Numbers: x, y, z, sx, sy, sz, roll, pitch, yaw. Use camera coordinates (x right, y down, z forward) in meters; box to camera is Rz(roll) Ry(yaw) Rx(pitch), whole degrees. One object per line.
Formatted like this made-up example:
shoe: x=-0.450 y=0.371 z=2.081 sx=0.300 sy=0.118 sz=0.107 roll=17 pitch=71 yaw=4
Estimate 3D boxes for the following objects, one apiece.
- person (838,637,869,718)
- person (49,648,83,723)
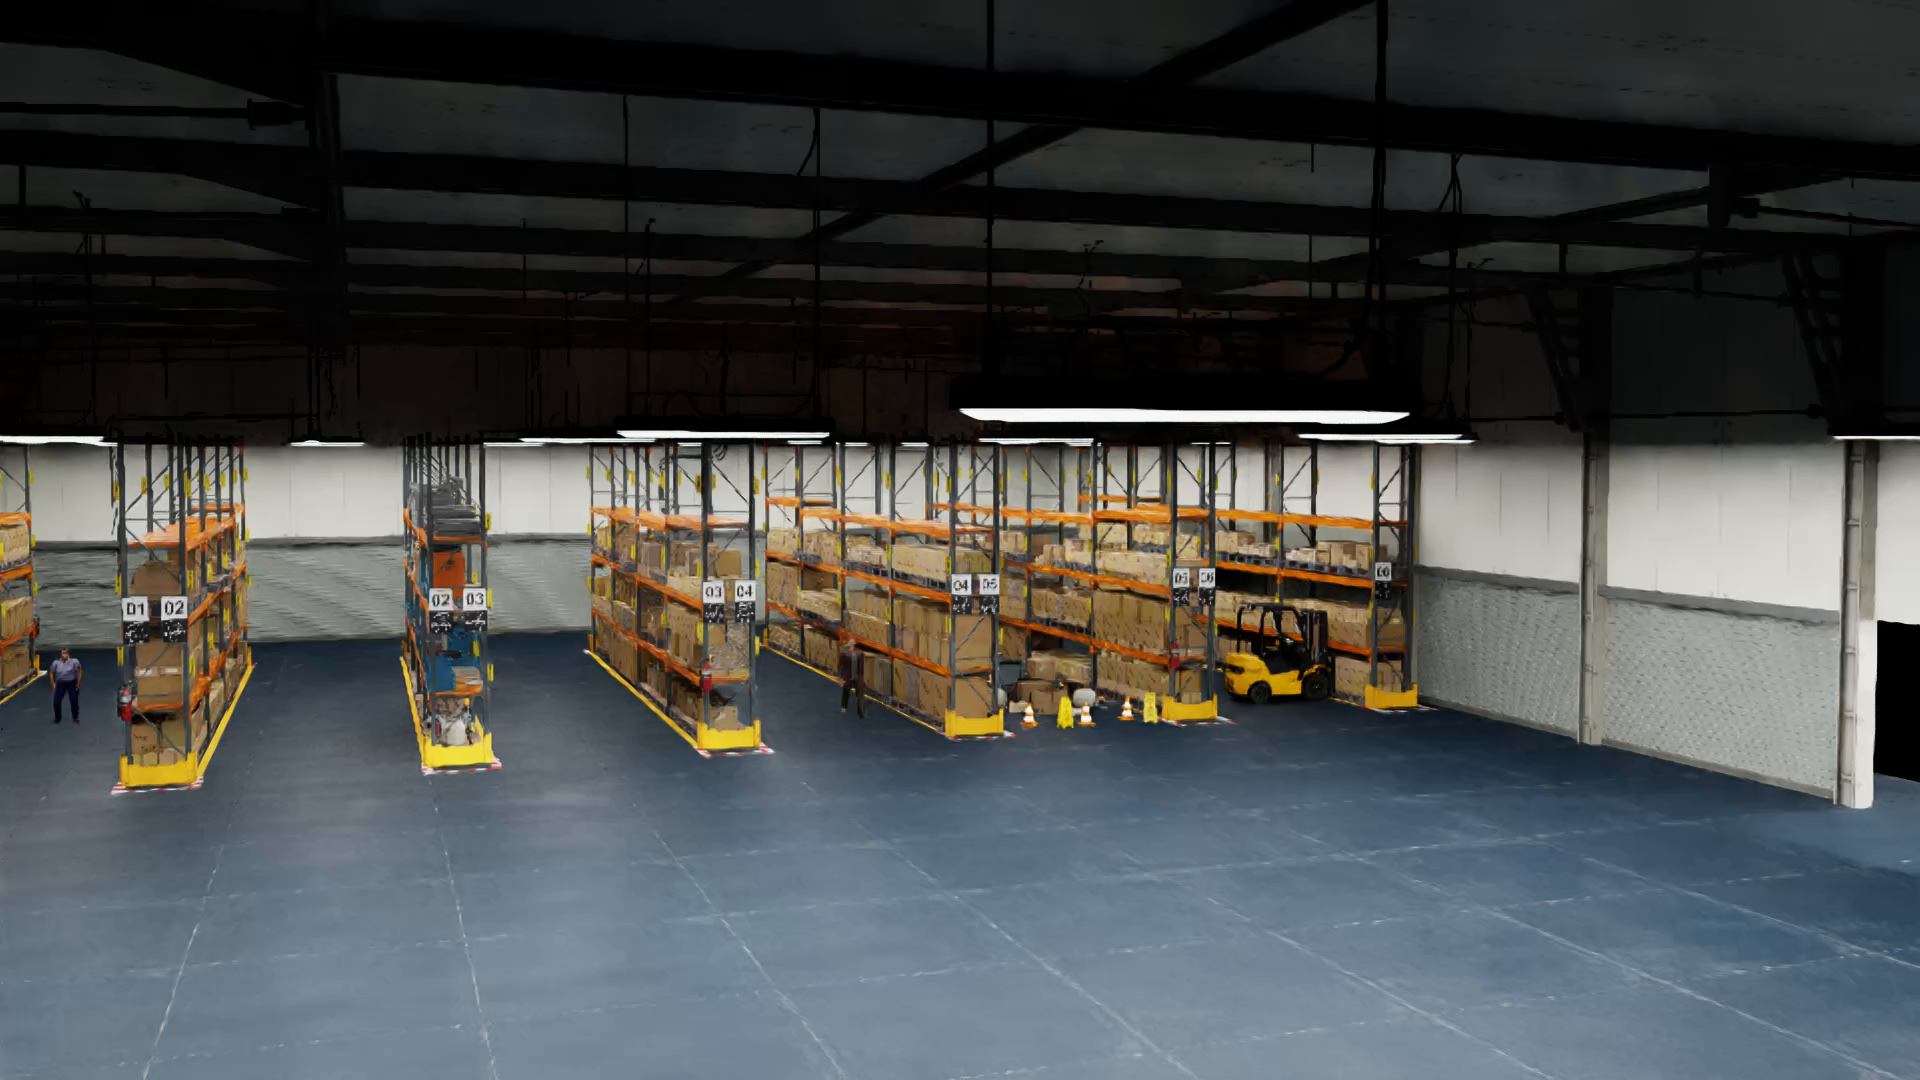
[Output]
person: x=-2.293 y=2.897 z=35.319 sx=0.598 sy=1.698 sz=1.193 roll=-1 pitch=3 yaw=-18
person: x=-18.567 y=3.019 z=34.547 sx=0.625 sy=1.593 sz=0.517 roll=-1 pitch=3 yaw=-21
